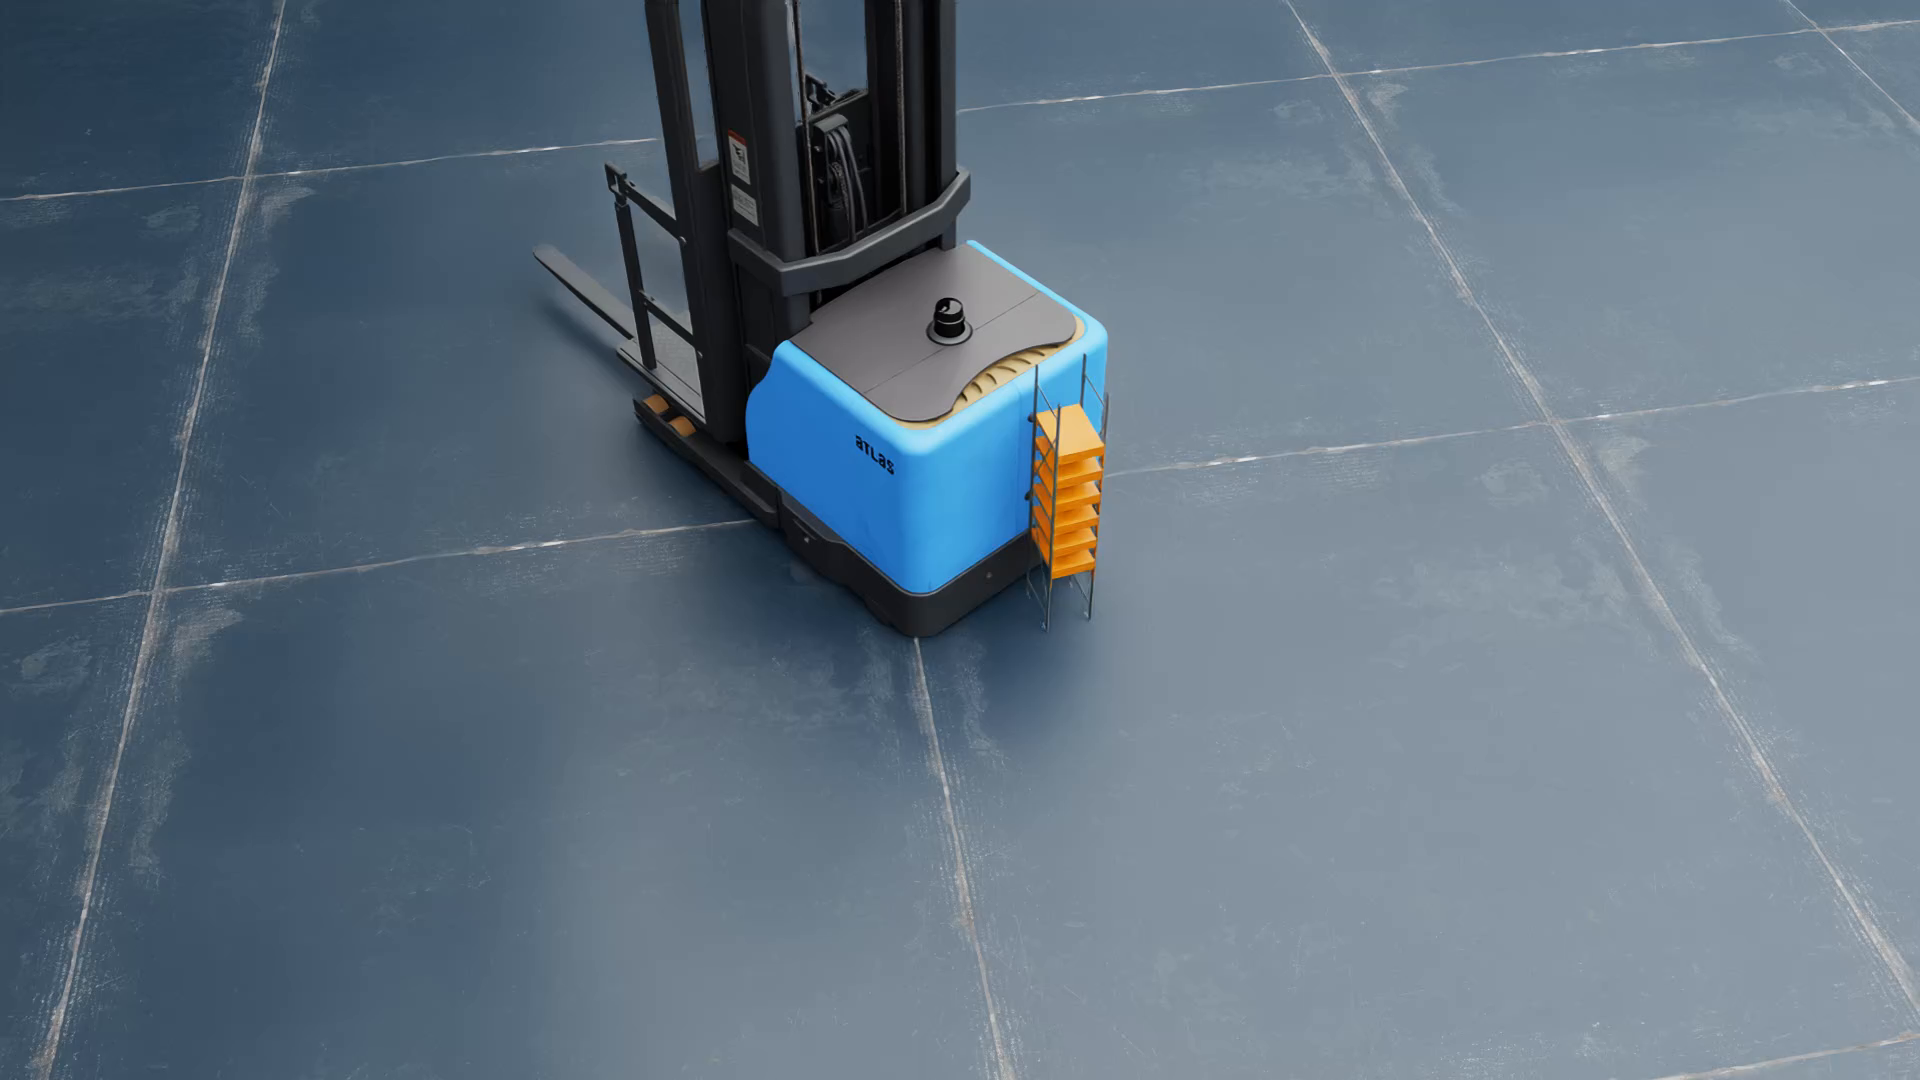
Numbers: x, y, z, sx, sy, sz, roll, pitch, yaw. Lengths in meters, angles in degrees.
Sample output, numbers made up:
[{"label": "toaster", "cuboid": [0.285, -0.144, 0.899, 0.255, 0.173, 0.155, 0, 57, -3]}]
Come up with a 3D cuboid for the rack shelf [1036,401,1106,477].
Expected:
[{"label": "rack shelf", "cuboid": [0.394, -0.367, 6.025, 0.180, 0.103, 0.258, -14, 48, -13]}]

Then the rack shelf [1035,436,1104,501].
[{"label": "rack shelf", "cuboid": [0.394, -0.284, 6.112, 0.180, 0.103, 0.258, -14, 48, -13]}]

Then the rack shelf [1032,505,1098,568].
[{"label": "rack shelf", "cuboid": [0.394, -0.034, 6.371, 0.180, 0.103, 0.258, -14, 48, -13]}]

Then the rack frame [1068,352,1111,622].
[{"label": "rack frame", "cuboid": [0.480, -0.170, 6.273, 0.006, 1.200, 0.240, -14, 48, -13]}]

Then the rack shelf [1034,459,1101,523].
[{"label": "rack shelf", "cuboid": [0.394, -0.201, 6.198, 0.180, 0.103, 0.258, -14, 48, -13]}]

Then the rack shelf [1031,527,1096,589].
[{"label": "rack shelf", "cuboid": [0.394, 0.049, 6.458, 0.180, 0.103, 0.258, -14, 48, -13]}]

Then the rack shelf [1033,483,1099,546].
[{"label": "rack shelf", "cuboid": [0.394, -0.117, 6.285, 0.180, 0.103, 0.258, -14, 48, -13]}]

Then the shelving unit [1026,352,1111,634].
[{"label": "shelving unit", "cuboid": [0.394, -0.148, 6.253, 0.189, 1.200, 0.258, -14, 48, -13]}]

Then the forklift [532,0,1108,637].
[{"label": "forklift", "cuboid": [-0.791, -1.616, 6.464, 1.130, 2.935, 3.031, -33, 55, -28]}]

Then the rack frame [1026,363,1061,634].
[{"label": "rack frame", "cuboid": [0.307, -0.127, 6.232, 0.006, 1.200, 0.240, -14, 48, -13]}]
